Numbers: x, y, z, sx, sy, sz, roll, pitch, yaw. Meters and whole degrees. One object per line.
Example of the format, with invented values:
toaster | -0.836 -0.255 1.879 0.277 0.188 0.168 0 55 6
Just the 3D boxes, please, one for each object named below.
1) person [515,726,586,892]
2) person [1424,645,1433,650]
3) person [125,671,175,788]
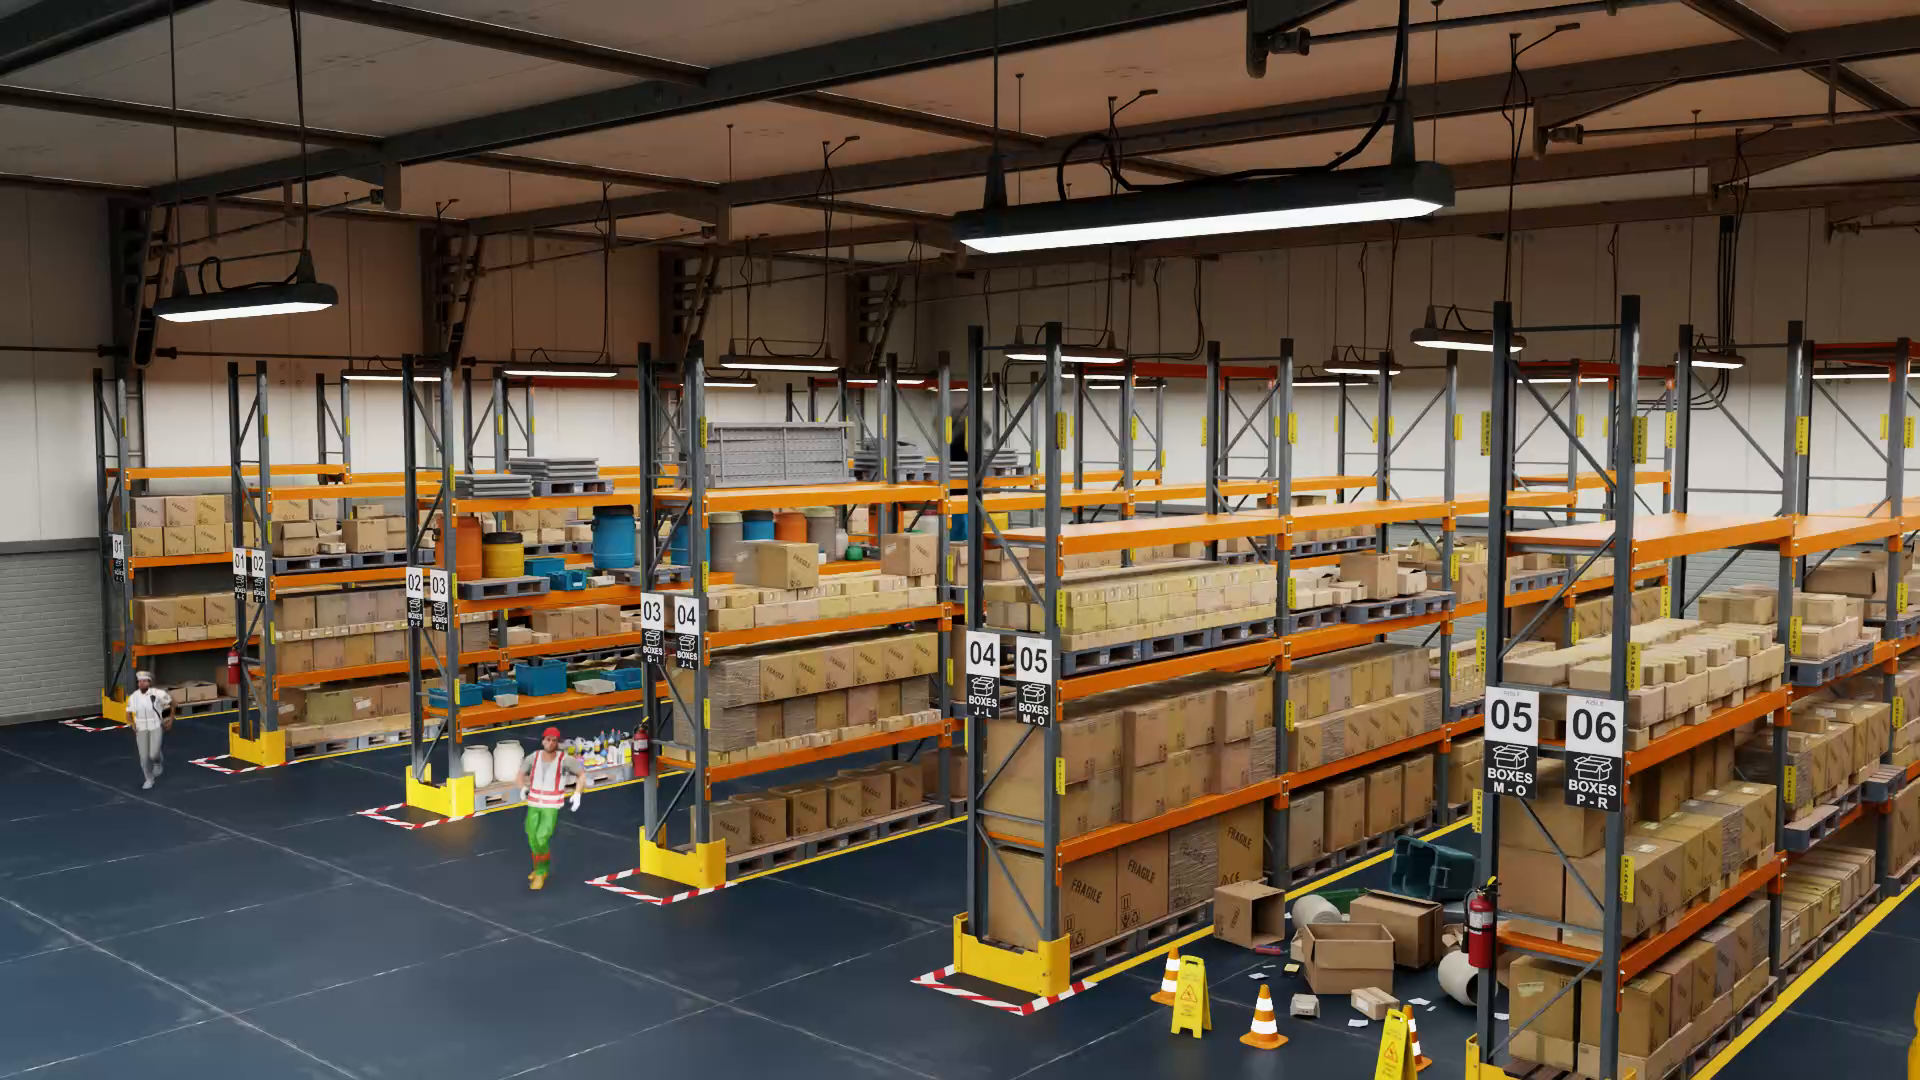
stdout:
person | -4.533 2.944 18.277 0.732 1.792 0.636 1 4 7
person | 7.168 2.436 25.596 1.034 1.601 0.589 -4 6 -43
person | -11.290 2.643 23.162 0.607 1.663 0.613 -1 4 -13
